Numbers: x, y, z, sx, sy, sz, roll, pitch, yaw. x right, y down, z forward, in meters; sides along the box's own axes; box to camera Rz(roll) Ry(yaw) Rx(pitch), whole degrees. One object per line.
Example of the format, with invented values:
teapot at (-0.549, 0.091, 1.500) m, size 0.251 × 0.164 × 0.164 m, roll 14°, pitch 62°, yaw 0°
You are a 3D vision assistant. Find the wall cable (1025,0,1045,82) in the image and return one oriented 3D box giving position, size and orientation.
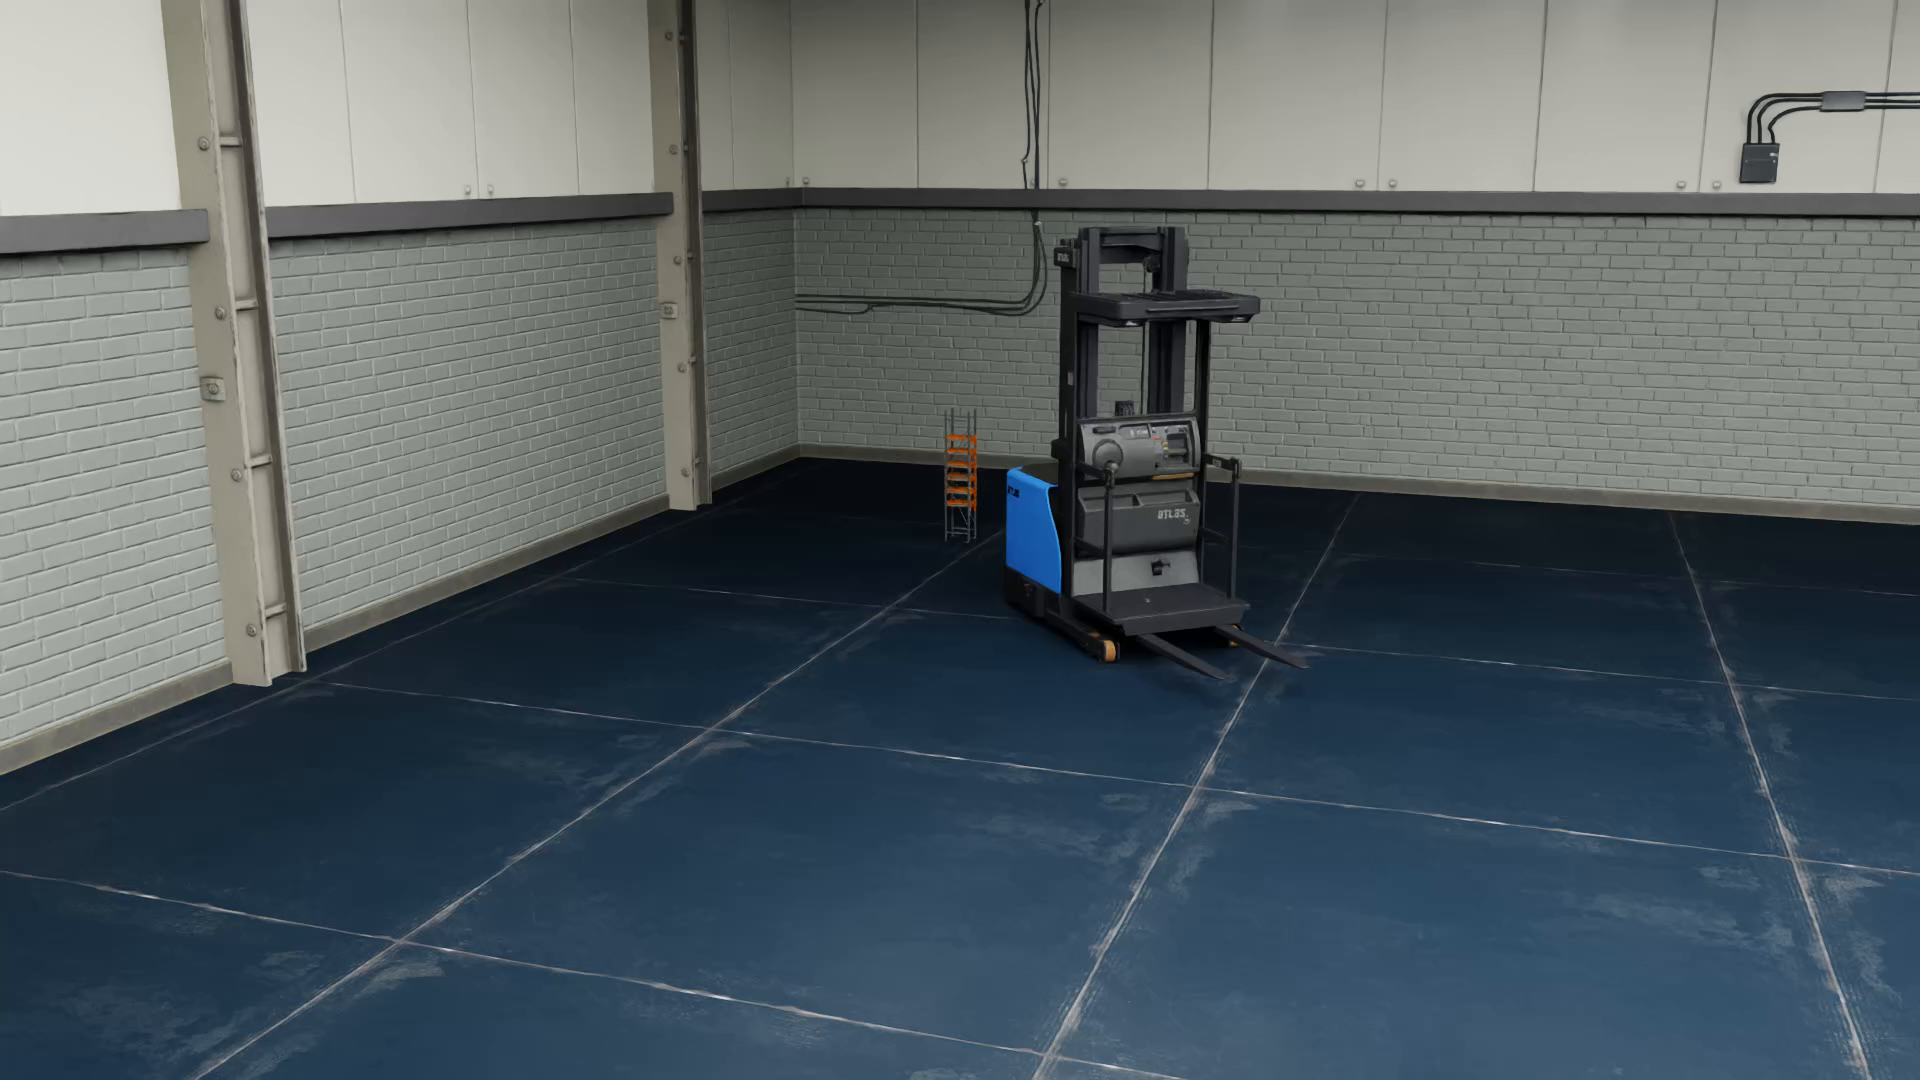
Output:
wall cable at (2.040, -6.011, 16.991) m, size 3.097 × 2.526 × 0.112 m, roll 4°, pitch 14°, yaw 18°

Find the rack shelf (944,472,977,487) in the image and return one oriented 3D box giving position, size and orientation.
rack shelf at (0.005, -0.545, 15.140) m, size 0.258 × 0.103 × 0.180 m, roll 4°, pitch 14°, yaw 18°

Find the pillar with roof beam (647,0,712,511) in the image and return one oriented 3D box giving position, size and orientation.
pillar with roof beam at (1.349, -4.422, 14.403) m, size 9.100 × 9.000 × 0.400 m, roll 4°, pitch 14°, yaw 18°

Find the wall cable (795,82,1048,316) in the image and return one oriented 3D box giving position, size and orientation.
wall cable at (-0.520, -3.744, 18.407) m, size 3.097 × 2.526 × 0.112 m, roll 4°, pitch 14°, yaw 18°

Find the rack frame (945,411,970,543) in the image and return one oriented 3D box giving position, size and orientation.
rack frame at (-0.025, -0.569, 15.045) m, size 0.240 × 1.200 × 0.006 m, roll 4°, pitch 14°, yaw 18°

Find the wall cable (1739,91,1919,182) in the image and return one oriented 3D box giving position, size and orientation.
wall cable at (8.458, -6.229, 14.674) m, size 2.305 × 6.003 × 0.169 m, roll 4°, pitch 14°, yaw 18°

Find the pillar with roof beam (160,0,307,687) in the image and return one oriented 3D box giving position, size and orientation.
pillar with roof beam at (-0.592, -3.159, 8.868) m, size 9.100 × 9.000 × 0.400 m, roll 4°, pitch 14°, yaw 18°

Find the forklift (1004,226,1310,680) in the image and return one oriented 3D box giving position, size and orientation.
forklift at (1.368, -0.681, 11.645) m, size 1.130 × 2.935 × 3.031 m, roll -5°, pitch 14°, yaw -22°

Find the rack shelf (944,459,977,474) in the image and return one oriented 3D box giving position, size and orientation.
rack shelf at (0.005, -0.662, 15.113) m, size 0.258 × 0.103 × 0.180 m, roll 4°, pitch 14°, yaw 18°

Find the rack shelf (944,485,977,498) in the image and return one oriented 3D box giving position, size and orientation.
rack shelf at (0.005, -0.428, 15.166) m, size 0.258 × 0.103 × 0.180 m, roll 4°, pitch 14°, yaw 18°

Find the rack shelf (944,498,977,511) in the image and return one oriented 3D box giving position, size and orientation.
rack shelf at (0.005, -0.311, 15.193) m, size 0.258 × 0.103 × 0.180 m, roll 4°, pitch 14°, yaw 18°

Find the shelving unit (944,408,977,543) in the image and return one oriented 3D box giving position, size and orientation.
shelving unit at (0.005, -0.588, 15.130) m, size 0.258 × 1.200 × 0.189 m, roll 4°, pitch 14°, yaw 18°

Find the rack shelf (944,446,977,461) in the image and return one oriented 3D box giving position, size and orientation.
rack shelf at (0.005, -0.779, 15.086) m, size 0.258 × 0.103 × 0.180 m, roll 4°, pitch 14°, yaw 18°

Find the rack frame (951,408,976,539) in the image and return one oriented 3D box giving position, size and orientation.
rack frame at (0.034, -0.607, 15.214) m, size 0.240 × 1.200 × 0.006 m, roll 4°, pitch 14°, yaw 18°

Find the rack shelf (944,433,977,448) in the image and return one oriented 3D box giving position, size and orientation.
rack shelf at (0.005, -0.896, 15.060) m, size 0.258 × 0.103 × 0.180 m, roll 4°, pitch 14°, yaw 18°
